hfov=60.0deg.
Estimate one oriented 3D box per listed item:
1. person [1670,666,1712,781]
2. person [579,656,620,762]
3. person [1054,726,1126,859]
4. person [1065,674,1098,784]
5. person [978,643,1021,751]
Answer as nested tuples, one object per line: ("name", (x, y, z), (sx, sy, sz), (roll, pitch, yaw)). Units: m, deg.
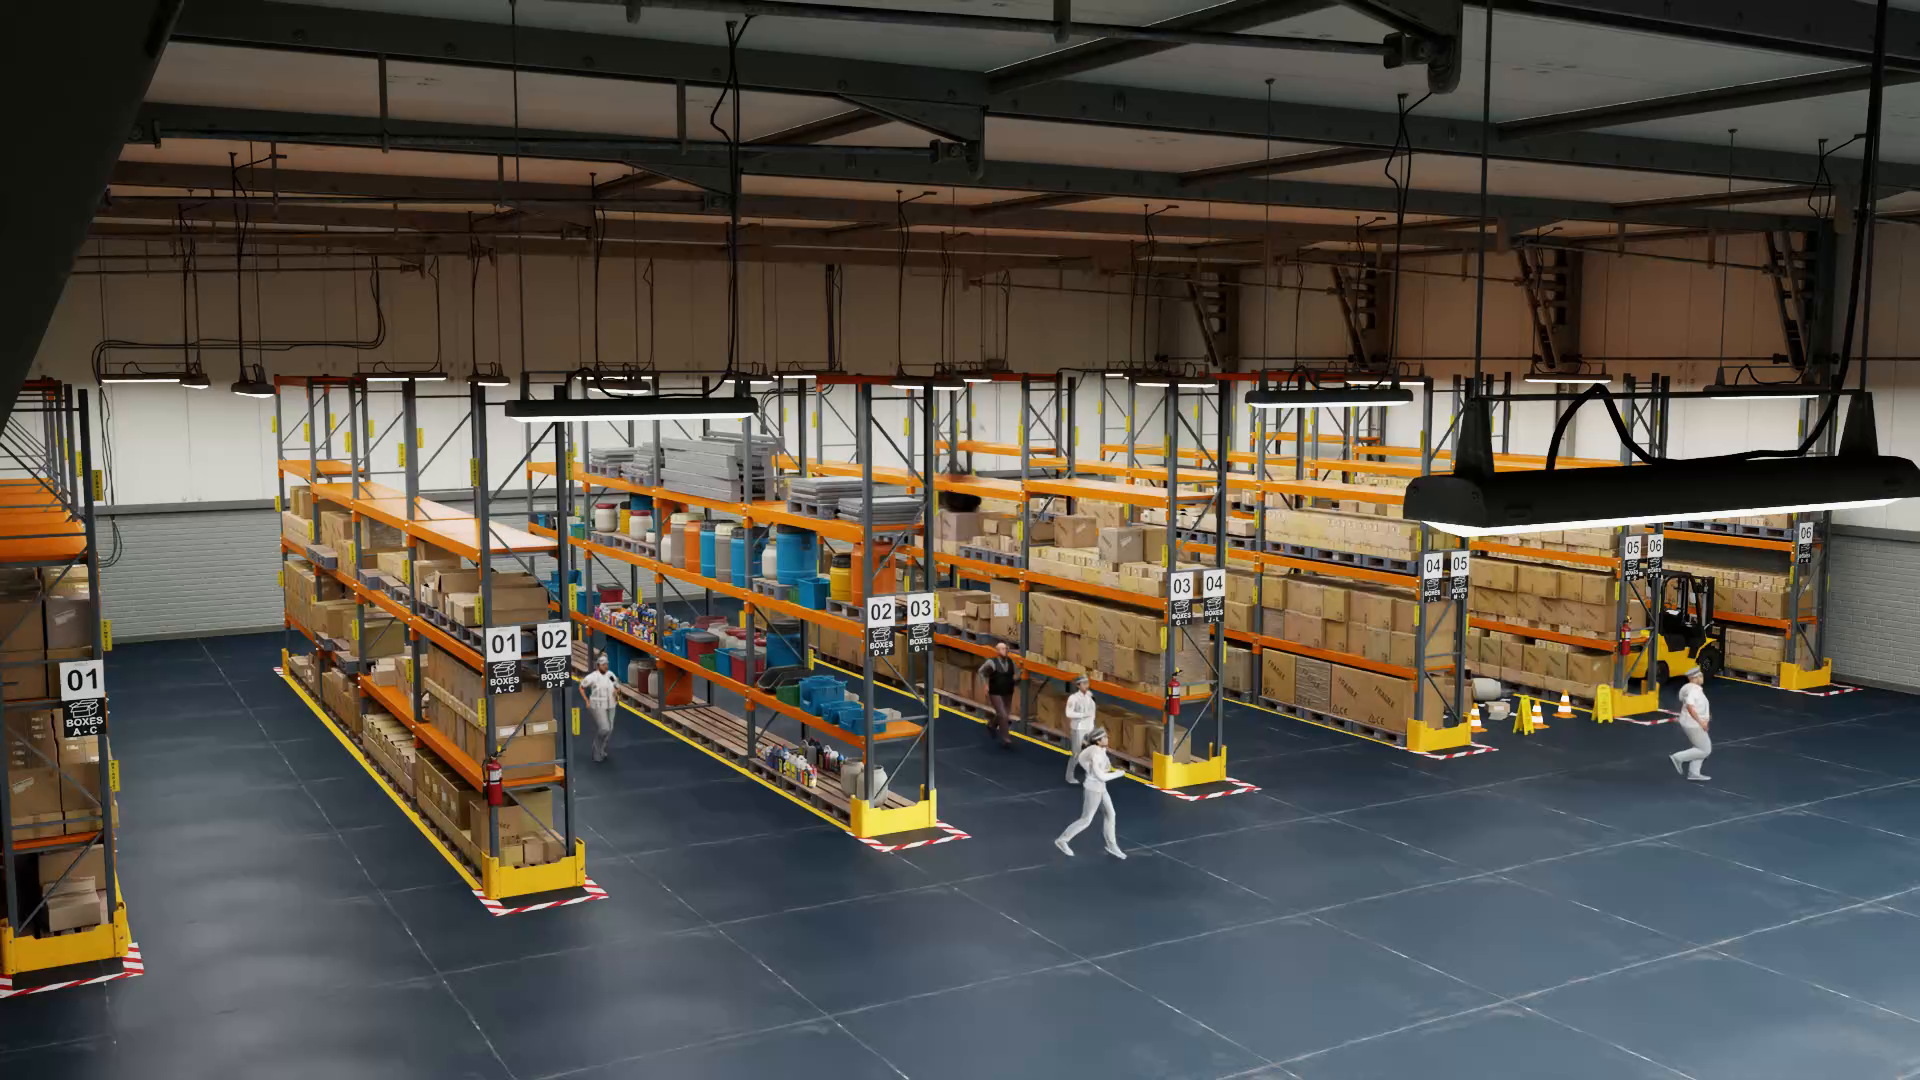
("person", (10.951, 2.745, 24.899), (0.619, 1.736, 0.679), (1, 6, 8))
("person", (-5.600, 2.659, 26.133), (0.578, 1.650, 0.660), (-6, 9, -43))
("person", (1.656, 3.194, 21.018), (0.913, 1.733, 0.620), (0, 6, 4))
("person", (1.816, 2.835, 24.467), (0.612, 1.753, 0.638), (-4, 7, -31))
("person", (0.662, 2.505, 26.963), (0.648, 1.706, 0.924), (-4, 7, -32))
